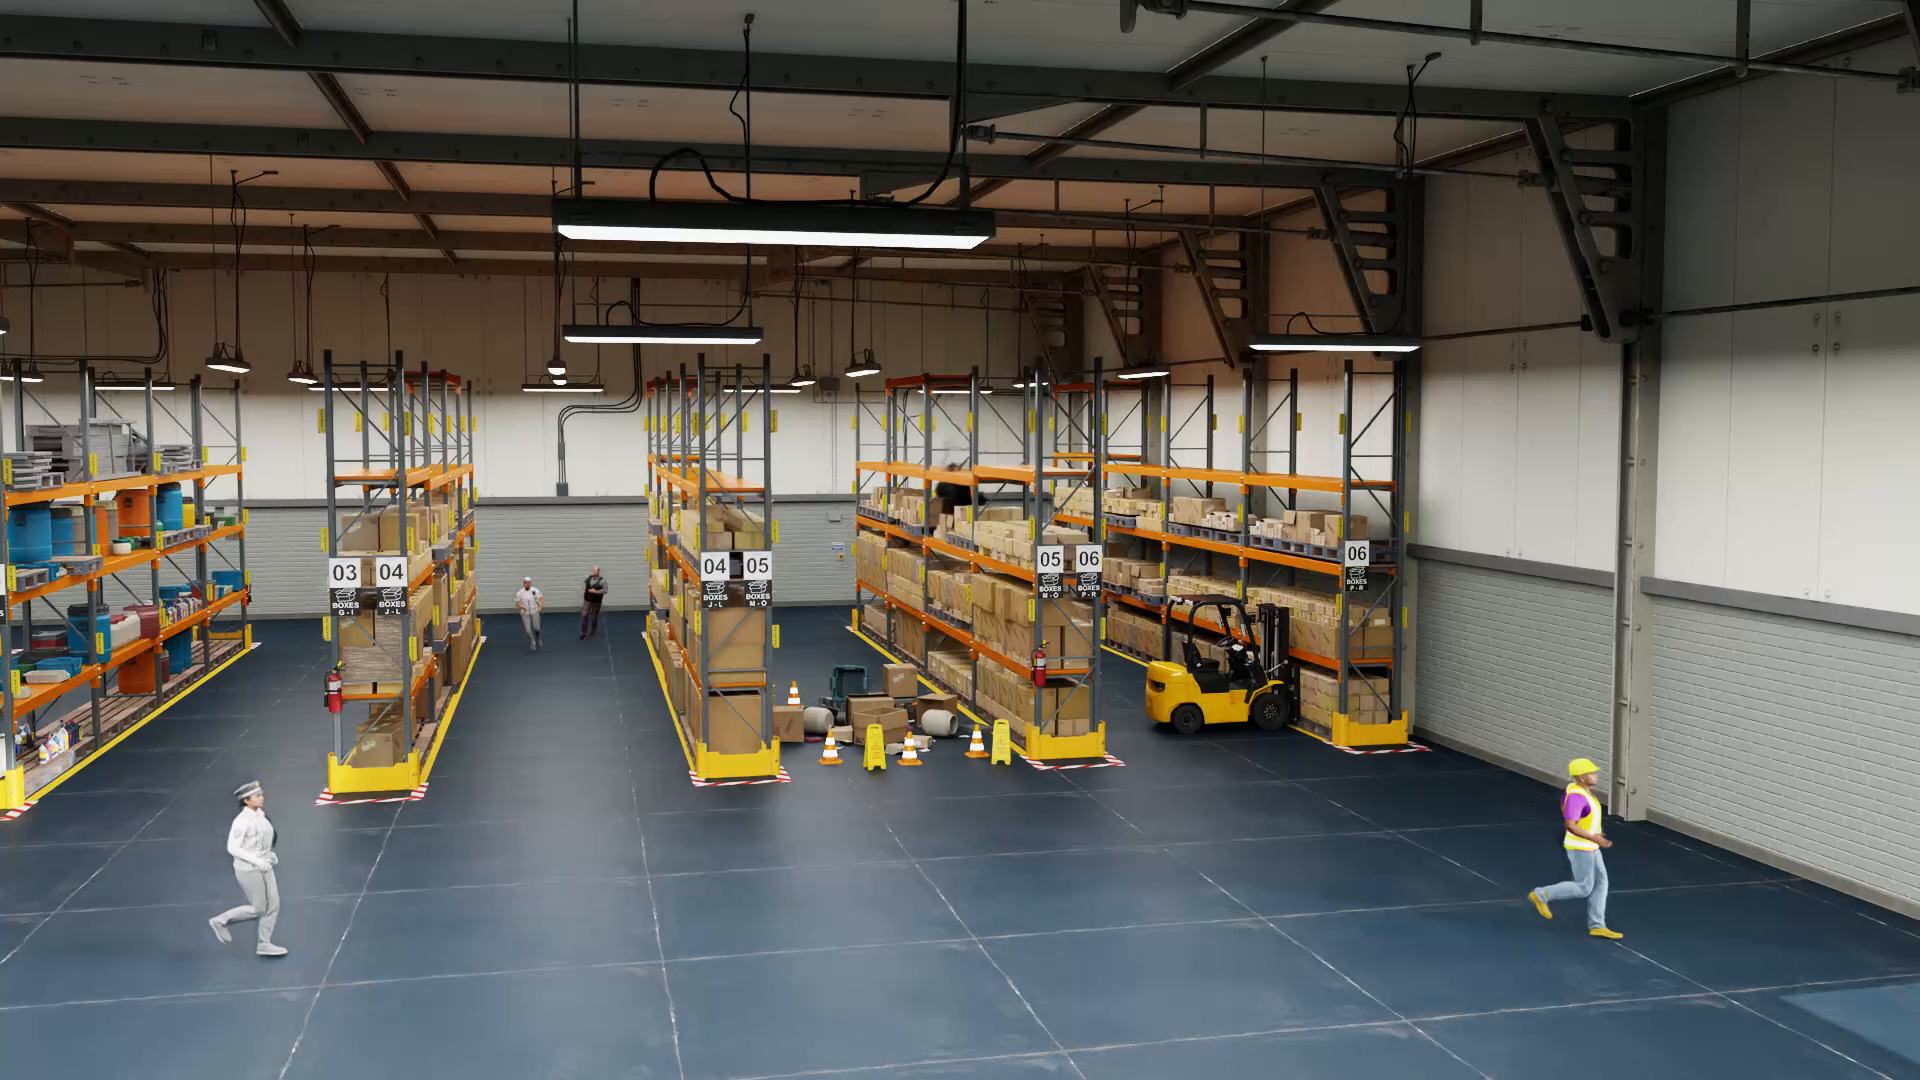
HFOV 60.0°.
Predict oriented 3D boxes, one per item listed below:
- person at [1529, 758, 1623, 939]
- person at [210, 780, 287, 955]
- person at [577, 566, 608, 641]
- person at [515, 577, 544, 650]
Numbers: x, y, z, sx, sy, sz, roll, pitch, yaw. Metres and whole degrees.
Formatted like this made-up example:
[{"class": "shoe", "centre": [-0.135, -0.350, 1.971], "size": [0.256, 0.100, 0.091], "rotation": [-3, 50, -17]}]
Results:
[{"class": "person", "centre": [6.057, 3.006, 16.295], "size": [0.868, 1.751, 0.697], "rotation": [2, 4, 27]}, {"class": "person", "centre": [-6.694, 3.081, 15.660], "size": [0.700, 1.657, 0.605], "rotation": [0, 4, 1]}, {"class": "person", "centre": [-8.509, 1.477, 38.772], "size": [0.688, 1.765, 0.778], "rotation": [0, 4, 6]}, {"class": "person", "centre": [-9.532, 1.639, 36.811], "size": [0.612, 1.605, 0.504], "rotation": [-1, 4, -13]}]
